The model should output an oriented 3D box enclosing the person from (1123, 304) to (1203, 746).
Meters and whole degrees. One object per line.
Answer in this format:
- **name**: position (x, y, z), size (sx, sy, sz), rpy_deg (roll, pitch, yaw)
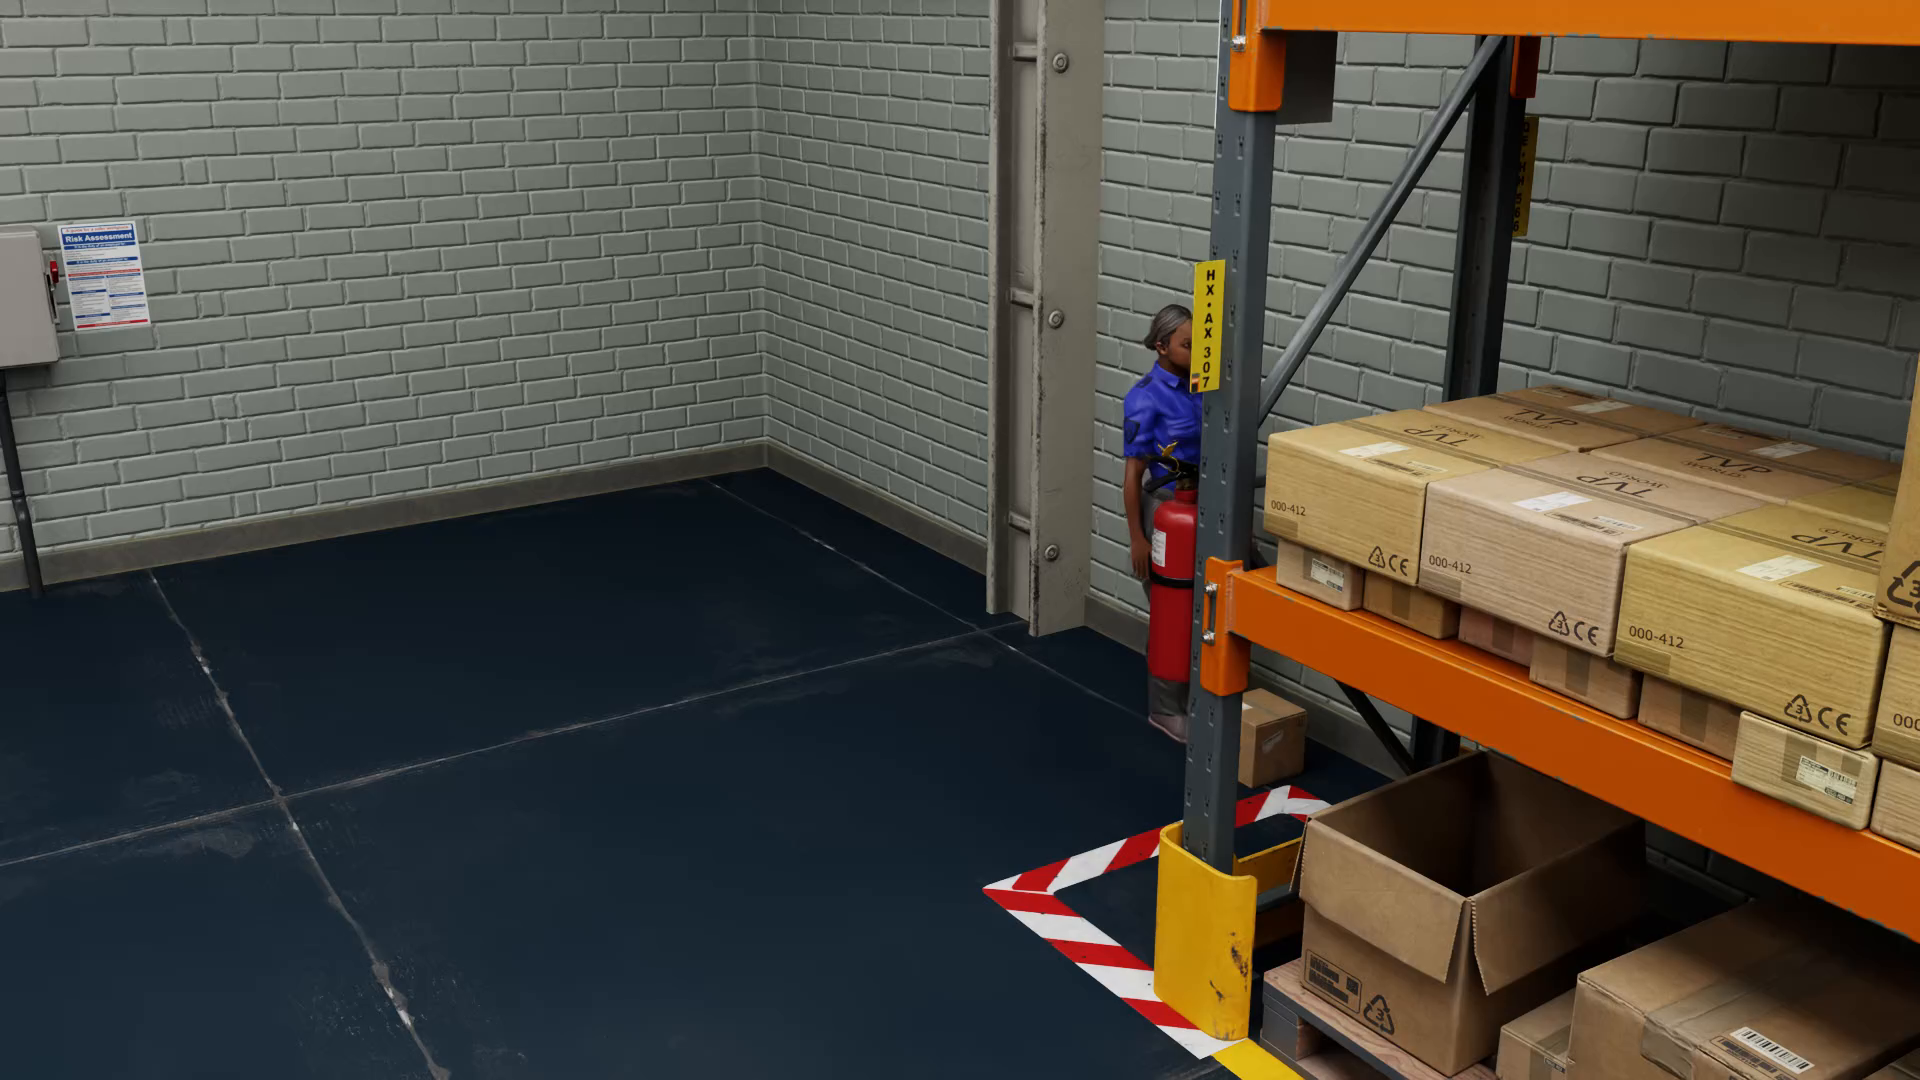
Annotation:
- **person**: position (0.844, -0.034, 6.239), size (0.484, 1.695, 0.406), rpy_deg (-14, 23, -37)
